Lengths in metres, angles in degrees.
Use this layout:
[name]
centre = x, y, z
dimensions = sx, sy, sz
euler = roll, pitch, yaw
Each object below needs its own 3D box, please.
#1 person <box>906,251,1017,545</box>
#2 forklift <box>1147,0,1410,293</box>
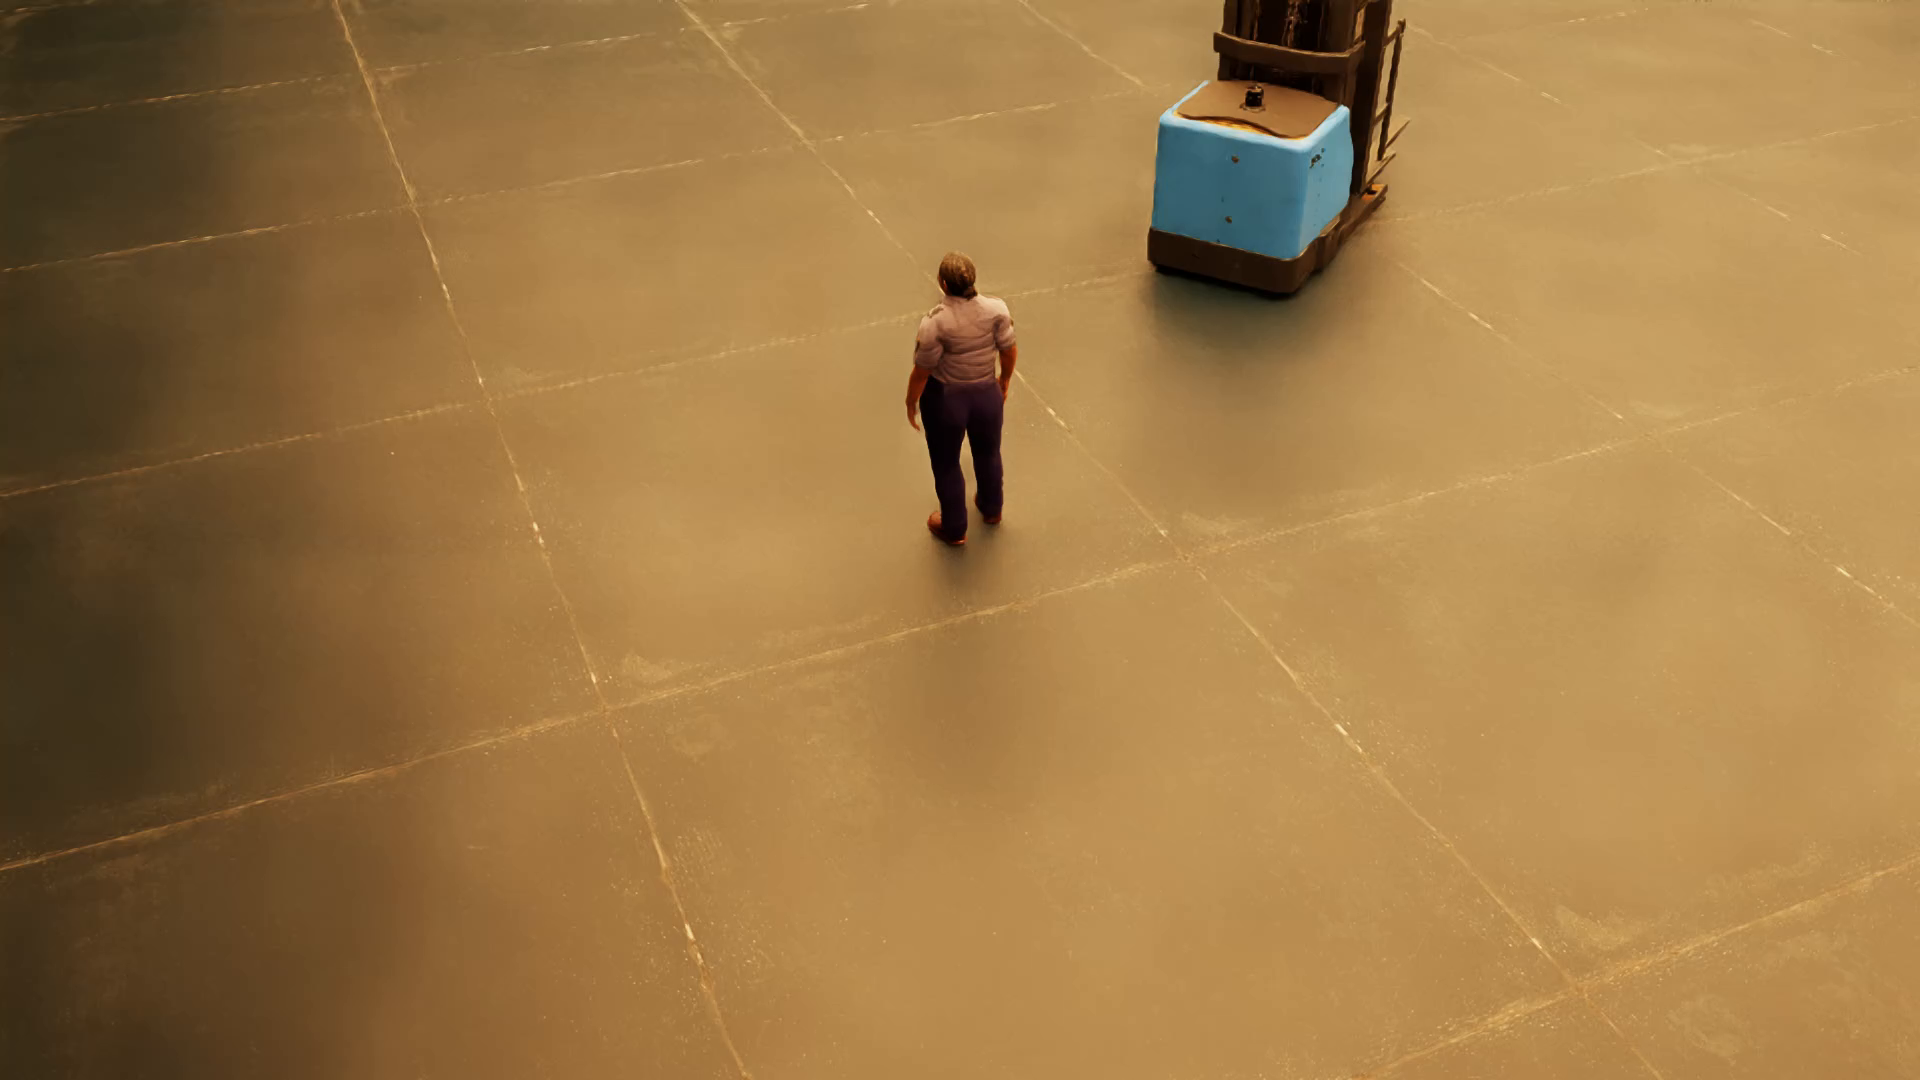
[person]
centre = -0.014, -0.730, 8.221
dimensions = 0.599, 1.650, 0.502
euler = -14, 38, -19
[forklift]
centre = 2.428, -3.620, 11.190
dimensions = 1.130, 2.935, 3.031
euler = 18, 39, 24
